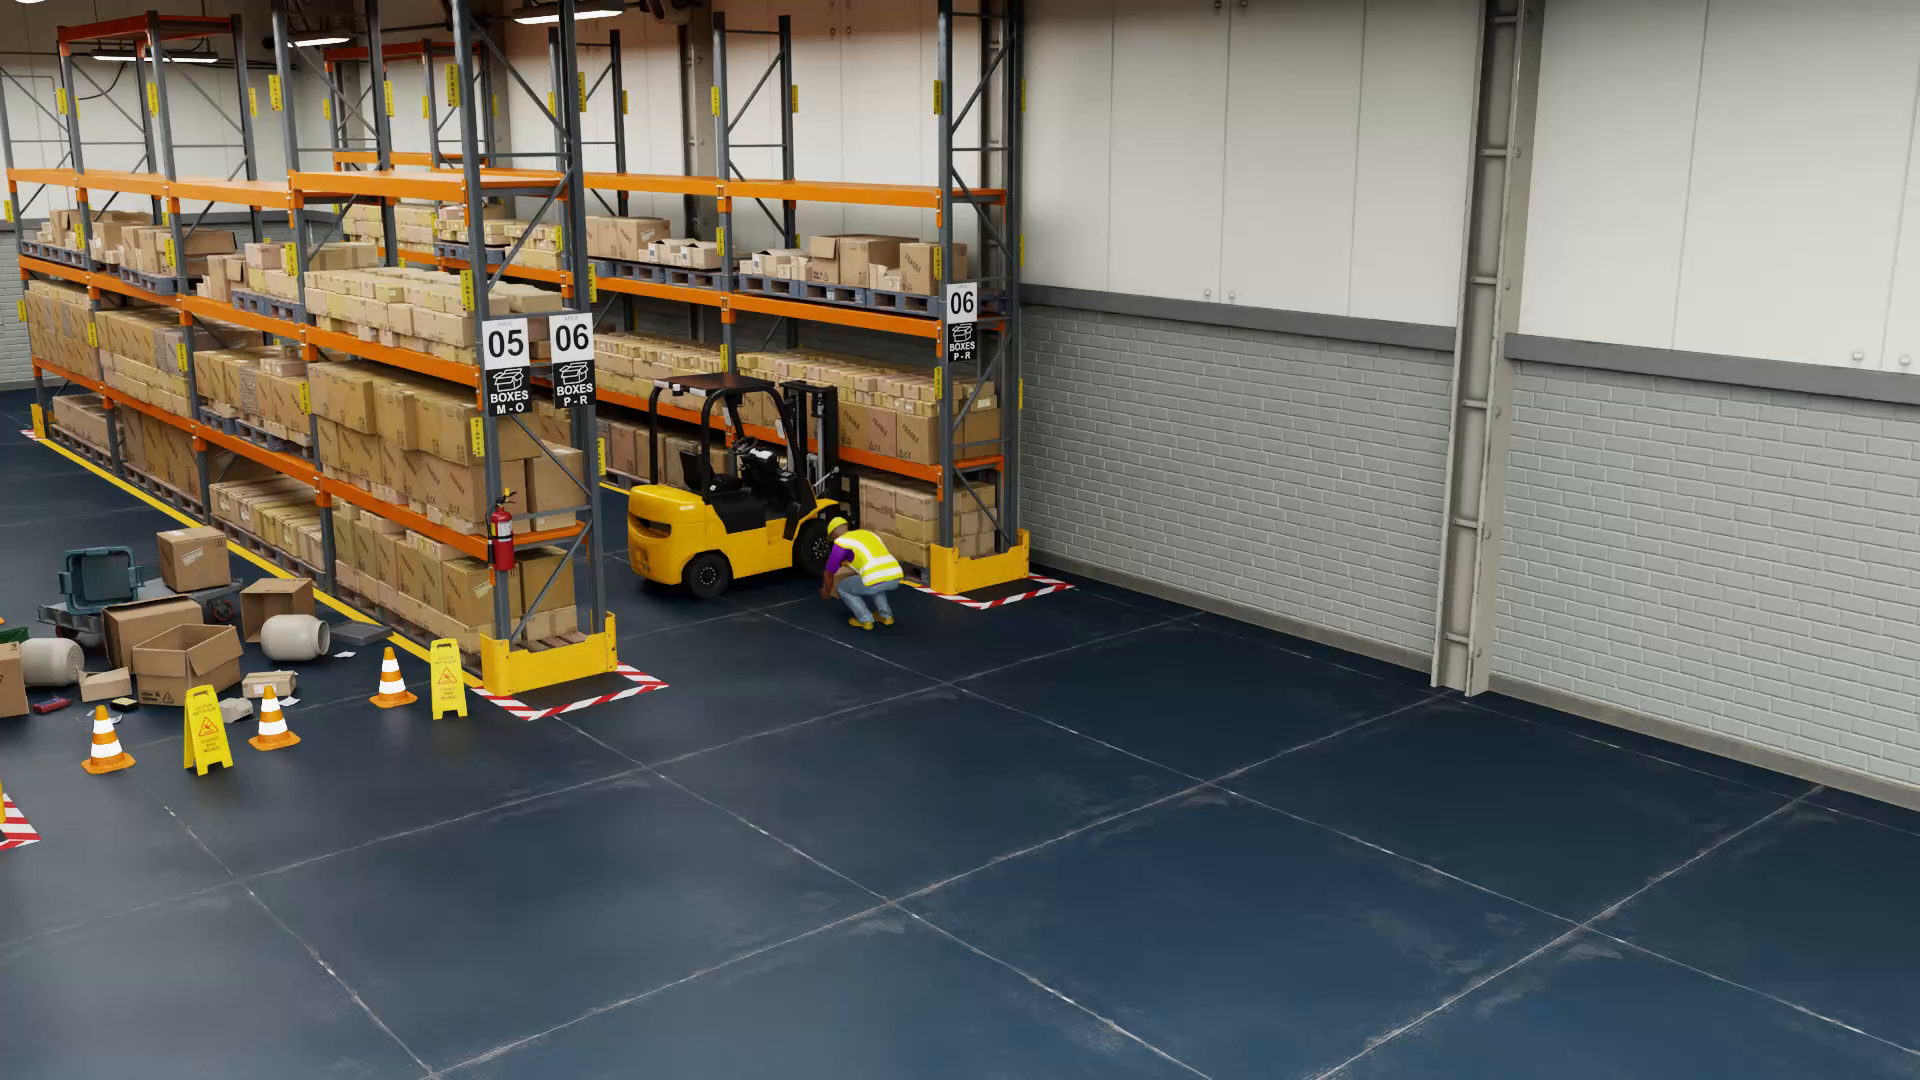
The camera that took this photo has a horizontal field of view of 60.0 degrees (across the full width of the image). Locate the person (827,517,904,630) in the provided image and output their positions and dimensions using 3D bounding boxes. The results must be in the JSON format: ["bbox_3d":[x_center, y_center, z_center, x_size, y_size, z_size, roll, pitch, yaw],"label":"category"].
[{"bbox_3d":[-0.965,0.319,16.235,0.520,1.017,0.861,-12,18,-40],"label":"person"}]
